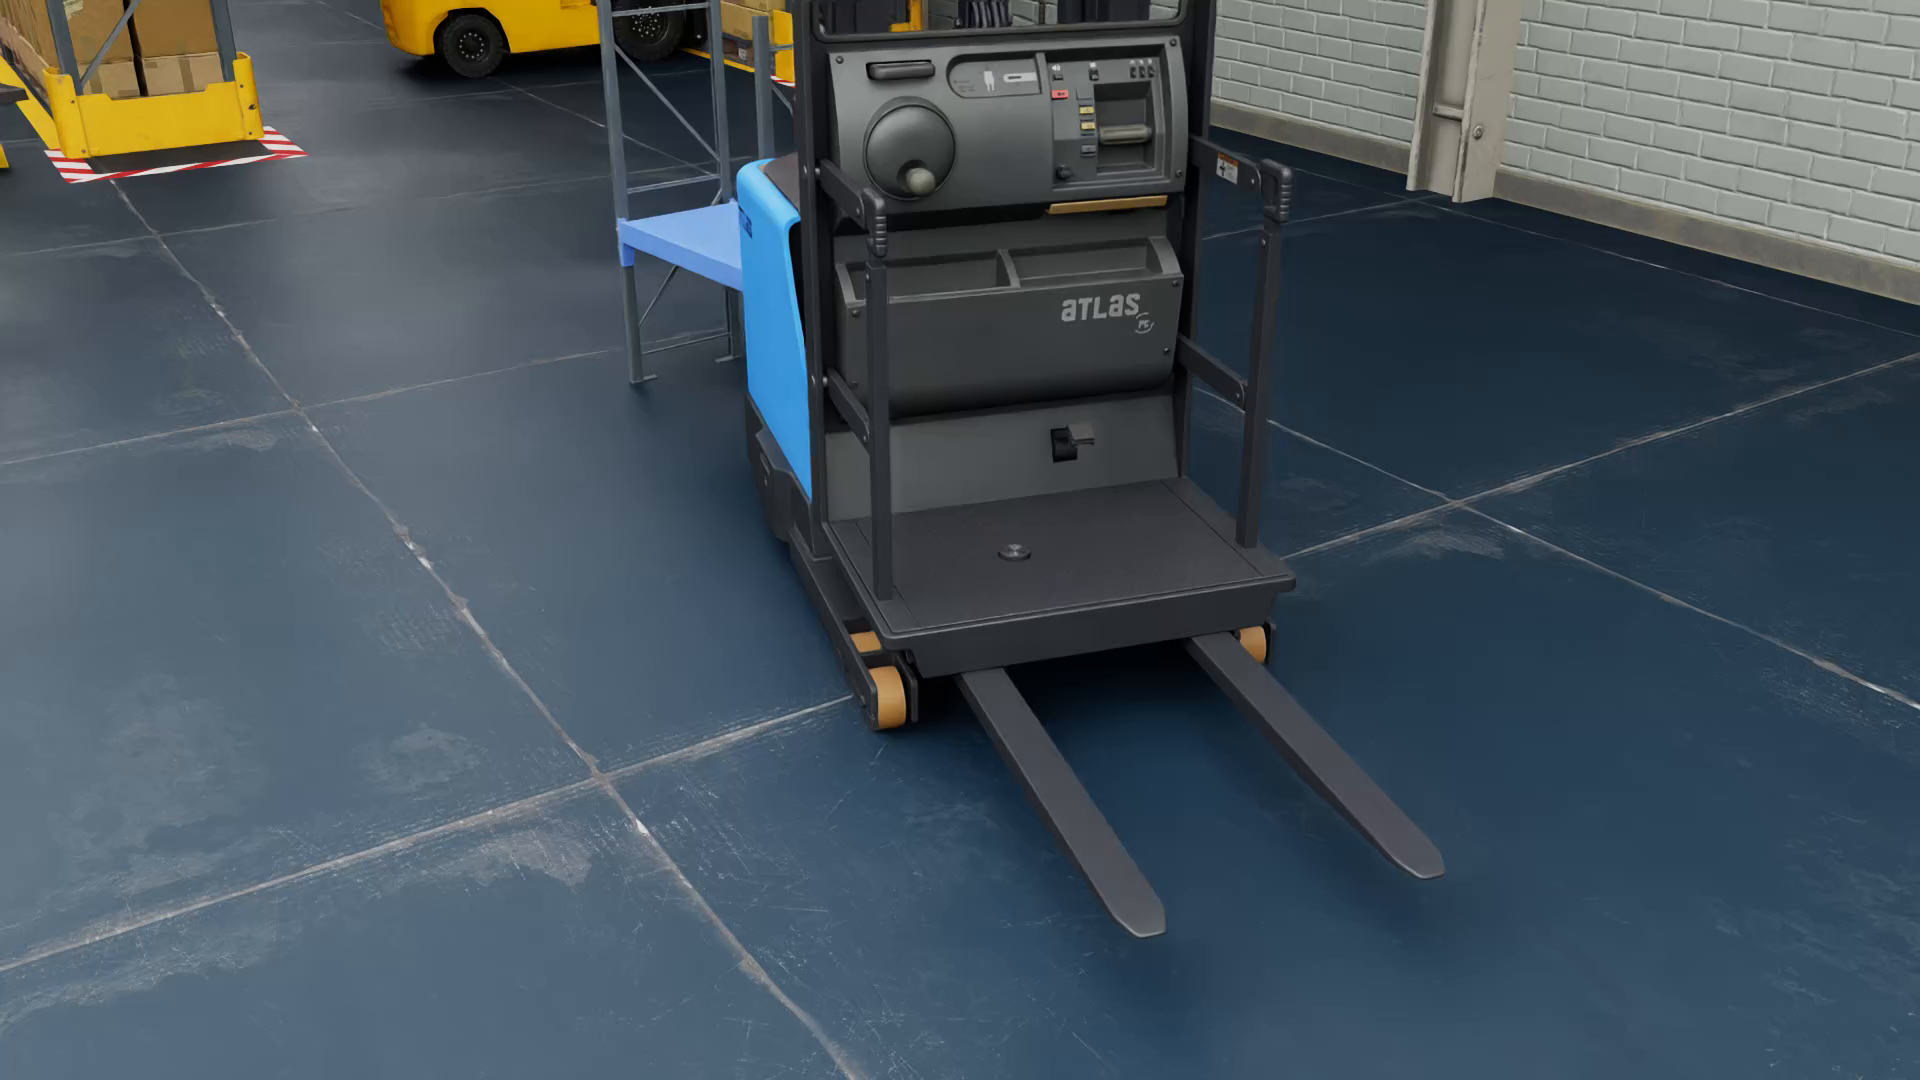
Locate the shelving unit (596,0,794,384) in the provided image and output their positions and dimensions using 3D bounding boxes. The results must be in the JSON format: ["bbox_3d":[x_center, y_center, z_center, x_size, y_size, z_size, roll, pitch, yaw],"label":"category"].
[{"bbox_3d":[-0.777,-1.197,6.029,0.538,1.500,1.048,-19,31,-35],"label":"shelving unit"}]

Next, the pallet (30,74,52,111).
[{"bbox_3d":[-6.145,-3.356,12.112,1.003,0.211,1.213,-16,29,-30],"label":"pallet"}]

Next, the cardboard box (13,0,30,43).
[{"bbox_3d":[-6.241,-3.735,11.498,0.500,0.500,0.500,-16,30,-31],"label":"cardboard box"}]

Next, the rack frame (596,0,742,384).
[{"bbox_3d":[-1.101,-1.365,6.384,0.500,1.500,0.032,-19,31,-35],"label":"rack frame"}]

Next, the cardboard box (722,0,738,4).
[{"bbox_3d":[-1.663,-4.469,13.346,0.500,0.250,0.500,-16,30,-30],"label":"cardboard box"}]

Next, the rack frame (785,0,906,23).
[{"bbox_3d":[-0.871,-5.013,12.356,1.000,3.000,0.127,-16,29,-30],"label":"rack frame"}]

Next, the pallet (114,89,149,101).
[{"bbox_3d":[-5.483,-2.920,11.189,1.003,0.211,1.213,-16,29,-30],"label":"pallet"}]

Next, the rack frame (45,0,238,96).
[{"bbox_3d":[-5.027,-3.855,9.903,1.000,3.000,0.127,-16,29,-30],"label":"rack frame"}]

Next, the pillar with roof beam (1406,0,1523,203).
[{"bbox_3d":[-0.827,-5.036,5.377,9.100,9.000,0.400,-16,29,-30],"label":"pillar with roof beam"}]

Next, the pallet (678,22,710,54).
[{"bbox_3d":[-1.985,-4.452,14.433,1.003,0.211,1.213,-16,29,-30],"label":"pallet"}]

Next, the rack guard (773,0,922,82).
[{"bbox_3d":[-0.858,-3.874,12.871,1.175,0.500,0.348,-16,29,-30],"label":"rack guard"}]

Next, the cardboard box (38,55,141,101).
[{"bbox_3d":[-5.707,-3.037,10.898,0.500,0.250,0.500,-16,29,-30],"label":"cardboard box"}]

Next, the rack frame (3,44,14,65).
[{"bbox_3d":[-7.211,-5.286,12.934,1.000,3.000,0.127,-16,29,-30],"label":"rack frame"}]

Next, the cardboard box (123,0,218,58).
[{"bbox_3d":[-5.250,-3.502,11.006,0.500,0.500,0.500,-17,30,-31],"label":"cardboard box"}]

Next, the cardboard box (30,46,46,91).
[{"bbox_3d":[-5.970,-3.215,11.276,0.500,0.250,0.500,-15,29,-29],"label":"cardboard box"}]

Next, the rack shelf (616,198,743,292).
[{"bbox_3d":[-0.777,-1.035,6.106,0.538,0.185,1.000,-19,31,-35],"label":"rack shelf"}]

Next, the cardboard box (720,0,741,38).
[{"bbox_3d":[-1.655,-4.234,13.435,0.500,0.250,0.500,-16,29,-30],"label":"cardboard box"}]

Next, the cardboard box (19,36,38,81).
[{"bbox_3d":[-6.261,-3.401,11.670,0.500,0.250,0.500,-17,30,-31],"label":"cardboard box"}]

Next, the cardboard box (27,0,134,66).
[{"bbox_3d":[-5.683,-3.367,10.718,0.500,0.500,0.500,-15,29,-29],"label":"cardboard box"}]

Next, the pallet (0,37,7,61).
[{"bbox_3d":[-7.637,-4.303,14.118,1.003,0.211,1.213,-16,29,-30],"label":"pallet"}]

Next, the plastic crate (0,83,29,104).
[{"bbox_3d":[-7.041,-3.213,11.962,0.583,0.080,0.402,18,31,33],"label":"plastic crate"}]

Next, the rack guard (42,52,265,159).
[{"bbox_3d":[-5.069,-2.752,10.494,1.175,0.500,0.348,-16,29,-30],"label":"rack guard"}]

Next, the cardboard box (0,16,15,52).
[{"bbox_3d":[-7.115,-3.958,12.851,0.500,0.250,0.500,-17,30,-32],"label":"cardboard box"}]

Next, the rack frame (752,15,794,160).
[{"bbox_3d":[-0.453,-1.030,5.675,0.500,1.500,0.032,-19,31,-35],"label":"rack frame"}]

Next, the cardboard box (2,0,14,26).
[{"bbox_3d":[-6.813,-4.109,12.291,0.500,0.500,0.500,-14,29,-28],"label":"cardboard box"}]

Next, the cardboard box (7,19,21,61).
[{"bbox_3d":[-6.814,-3.770,12.452,0.500,0.250,0.500,-14,29,-27],"label":"cardboard box"}]

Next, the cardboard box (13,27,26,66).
[{"bbox_3d":[-6.523,-3.581,12.051,0.500,0.250,0.500,-16,30,-30],"label":"cardboard box"}]

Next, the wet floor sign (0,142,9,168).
[{"bbox_3d":[-5.820,-2.473,9.733,0.267,0.644,0.232,-6,26,-12],"label":"wet floor sign"}]

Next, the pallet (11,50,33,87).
[{"bbox_3d":[-6.815,-3.793,13.037,1.003,0.211,1.213,-16,29,-30],"label":"pallet"}]

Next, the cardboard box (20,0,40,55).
[{"bbox_3d":[-5.971,-3.552,11.112,0.500,0.500,0.500,-14,29,-28],"label":"cardboard box"}]

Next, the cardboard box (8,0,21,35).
[{"bbox_3d":[-6.531,-3.923,11.897,0.500,0.500,0.500,-14,29,-27],"label":"cardboard box"}]

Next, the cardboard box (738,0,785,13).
[{"bbox_3d":[-1.398,-4.287,12.961,0.500,0.250,0.500,-16,30,-30],"label":"cardboard box"}]

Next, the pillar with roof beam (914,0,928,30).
[{"bbox_3d":[-4.103,-7.182,9.923,9.100,9.000,0.400,-16,29,-30],"label":"pillar with roof beam"}]

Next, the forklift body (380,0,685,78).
[{"bbox_3d":[-3.434,-4.883,13.073,2.313,2.155,1.214,-16,29,-30],"label":"forklift body"}]

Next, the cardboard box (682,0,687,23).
[{"bbox_3d":[-2.223,-4.596,14.201,0.500,0.250,0.500,-15,29,-28],"label":"cardboard box"}]

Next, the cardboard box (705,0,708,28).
[{"bbox_3d":[-1.921,-4.415,13.818,0.500,0.250,0.500,-15,29,-29],"label":"cardboard box"}]

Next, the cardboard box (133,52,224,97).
[{"bbox_3d":[-5.236,-3.155,11.148,0.500,0.250,0.500,-16,30,-30],"label":"cardboard box"}]

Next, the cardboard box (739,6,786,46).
[{"bbox_3d":[-1.392,-4.054,13.053,0.500,0.250,0.500,-15,29,-29],"label":"cardboard box"}]

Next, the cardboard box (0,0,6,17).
[{"bbox_3d":[-7.115,-4.298,12.690,0.500,0.500,0.500,-14,29,-27],"label":"cardboard box"}]

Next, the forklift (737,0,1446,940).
[{"bbox_3d":[0.201,-1.032,4.003,1.130,2.935,3.031,-8,26,-16],"label":"forklift"}]

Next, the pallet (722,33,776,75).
[{"bbox_3d":[-1.323,-4.016,13.510,1.003,0.211,1.213,-16,29,-30],"label":"pallet"}]
